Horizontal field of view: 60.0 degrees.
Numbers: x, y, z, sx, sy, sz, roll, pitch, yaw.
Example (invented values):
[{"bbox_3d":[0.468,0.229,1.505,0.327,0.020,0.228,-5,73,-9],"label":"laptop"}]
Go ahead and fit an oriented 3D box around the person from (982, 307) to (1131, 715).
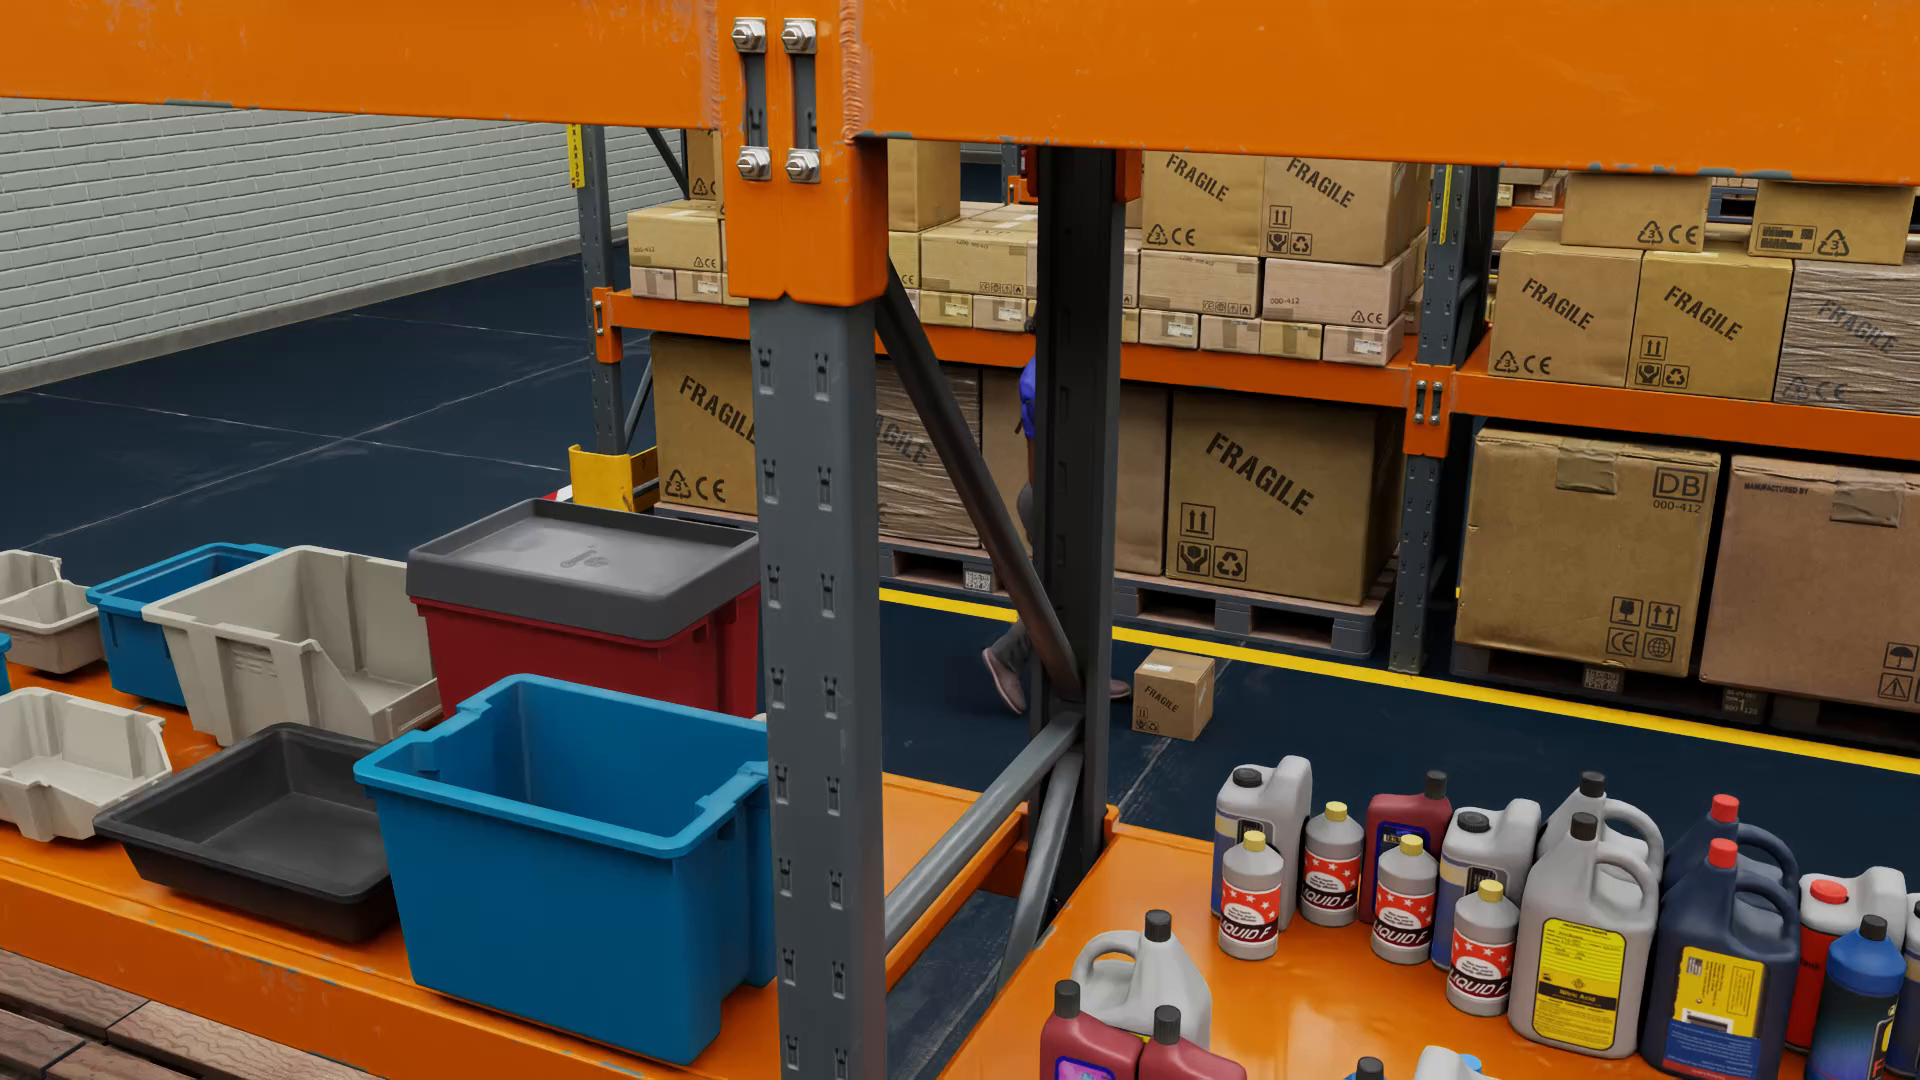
[{"bbox_3d":[0.395,-0.142,6.442,0.564,1.663,0.496,5,20,15],"label":"person"}]
